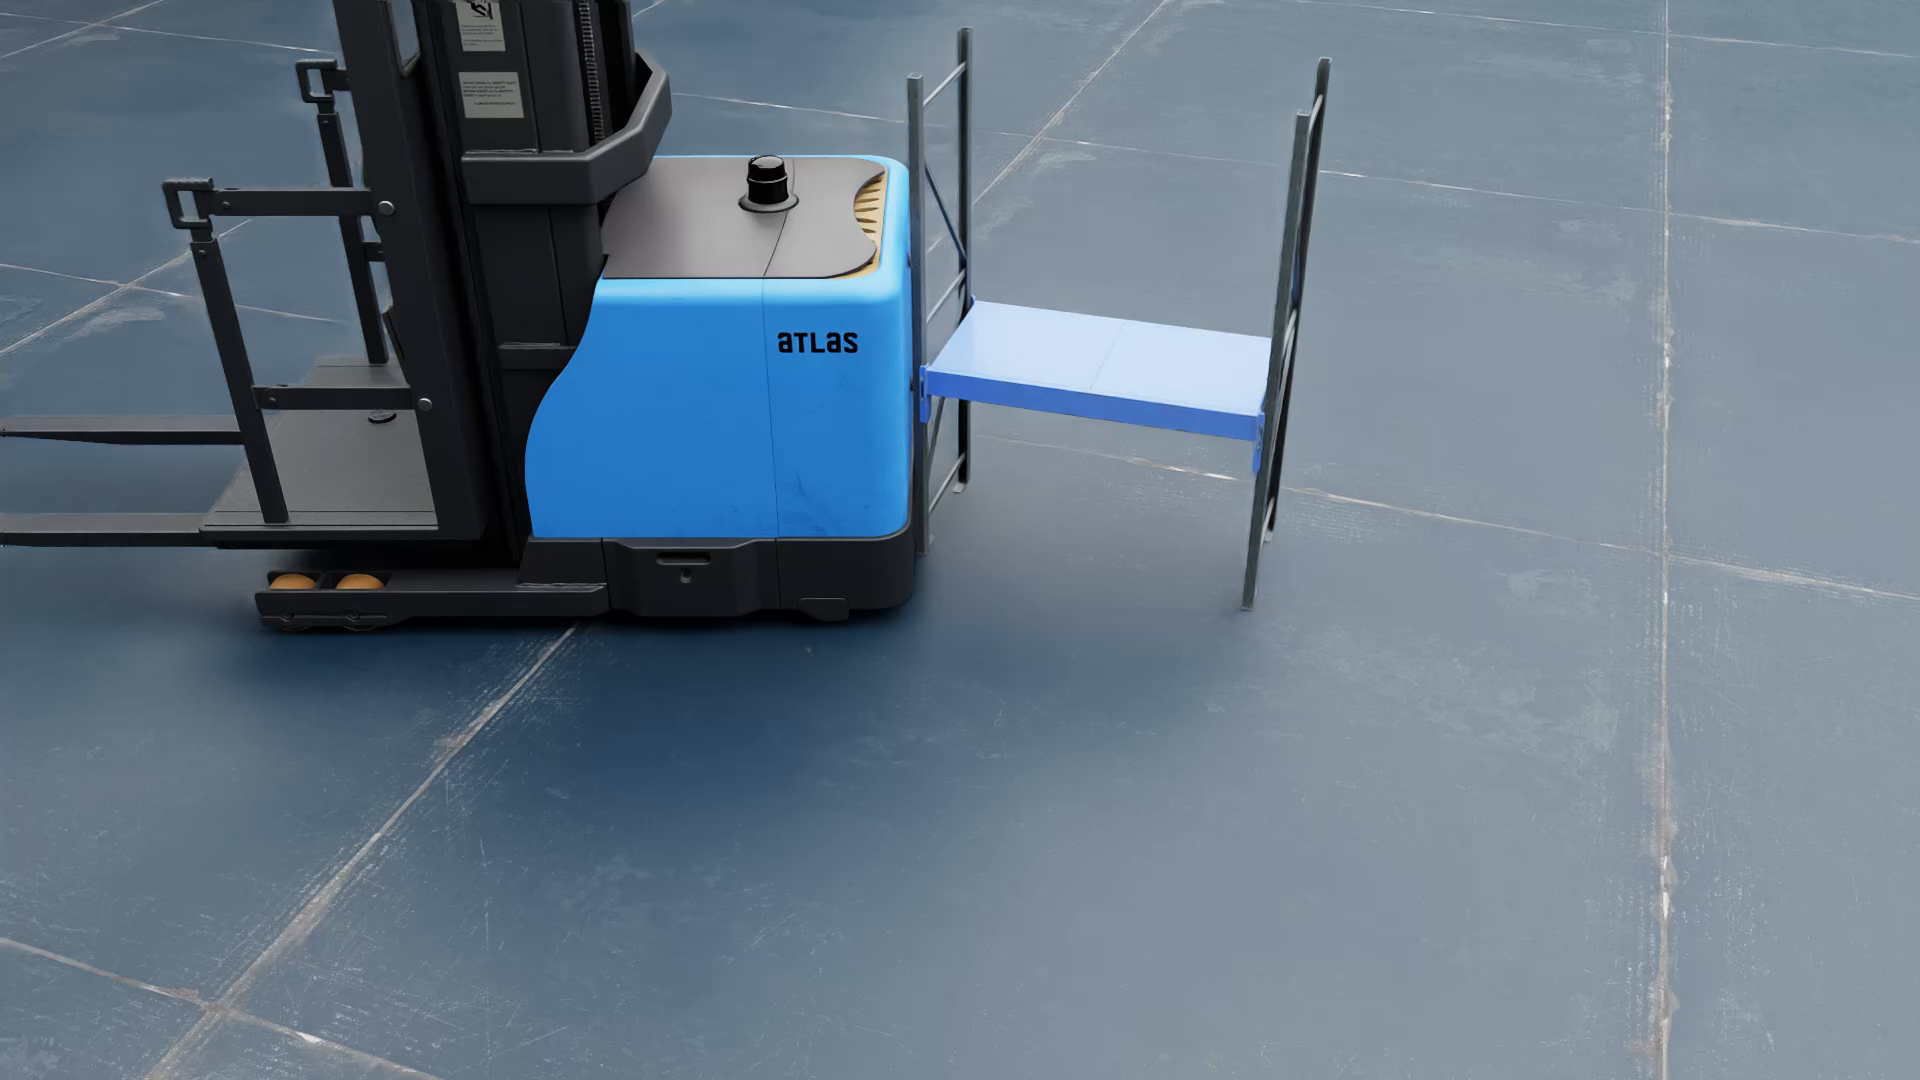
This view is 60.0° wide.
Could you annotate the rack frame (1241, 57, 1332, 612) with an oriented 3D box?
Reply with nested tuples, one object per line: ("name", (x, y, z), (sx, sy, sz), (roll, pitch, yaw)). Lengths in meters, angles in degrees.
("rack frame", (0.921, -0.550, 4.719), (0.032, 1.500, 0.500), (9, 34, 14))

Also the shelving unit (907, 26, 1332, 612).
("shelving unit", (0.435, -0.630, 4.843), (1.048, 1.500, 0.538), (9, 34, 14))

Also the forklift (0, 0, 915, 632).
("forklift", (-1.655, -1.253, 4.488), (3.031, 2.935, 1.130), (0, 33, 0))

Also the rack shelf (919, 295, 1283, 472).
("rack shelf", (0.435, -0.479, 4.941), (1.000, 0.185, 0.538), (9, 34, 14))

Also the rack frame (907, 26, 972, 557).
("rack frame", (-0.052, -0.710, 4.967), (0.032, 1.500, 0.500), (9, 34, 14))
